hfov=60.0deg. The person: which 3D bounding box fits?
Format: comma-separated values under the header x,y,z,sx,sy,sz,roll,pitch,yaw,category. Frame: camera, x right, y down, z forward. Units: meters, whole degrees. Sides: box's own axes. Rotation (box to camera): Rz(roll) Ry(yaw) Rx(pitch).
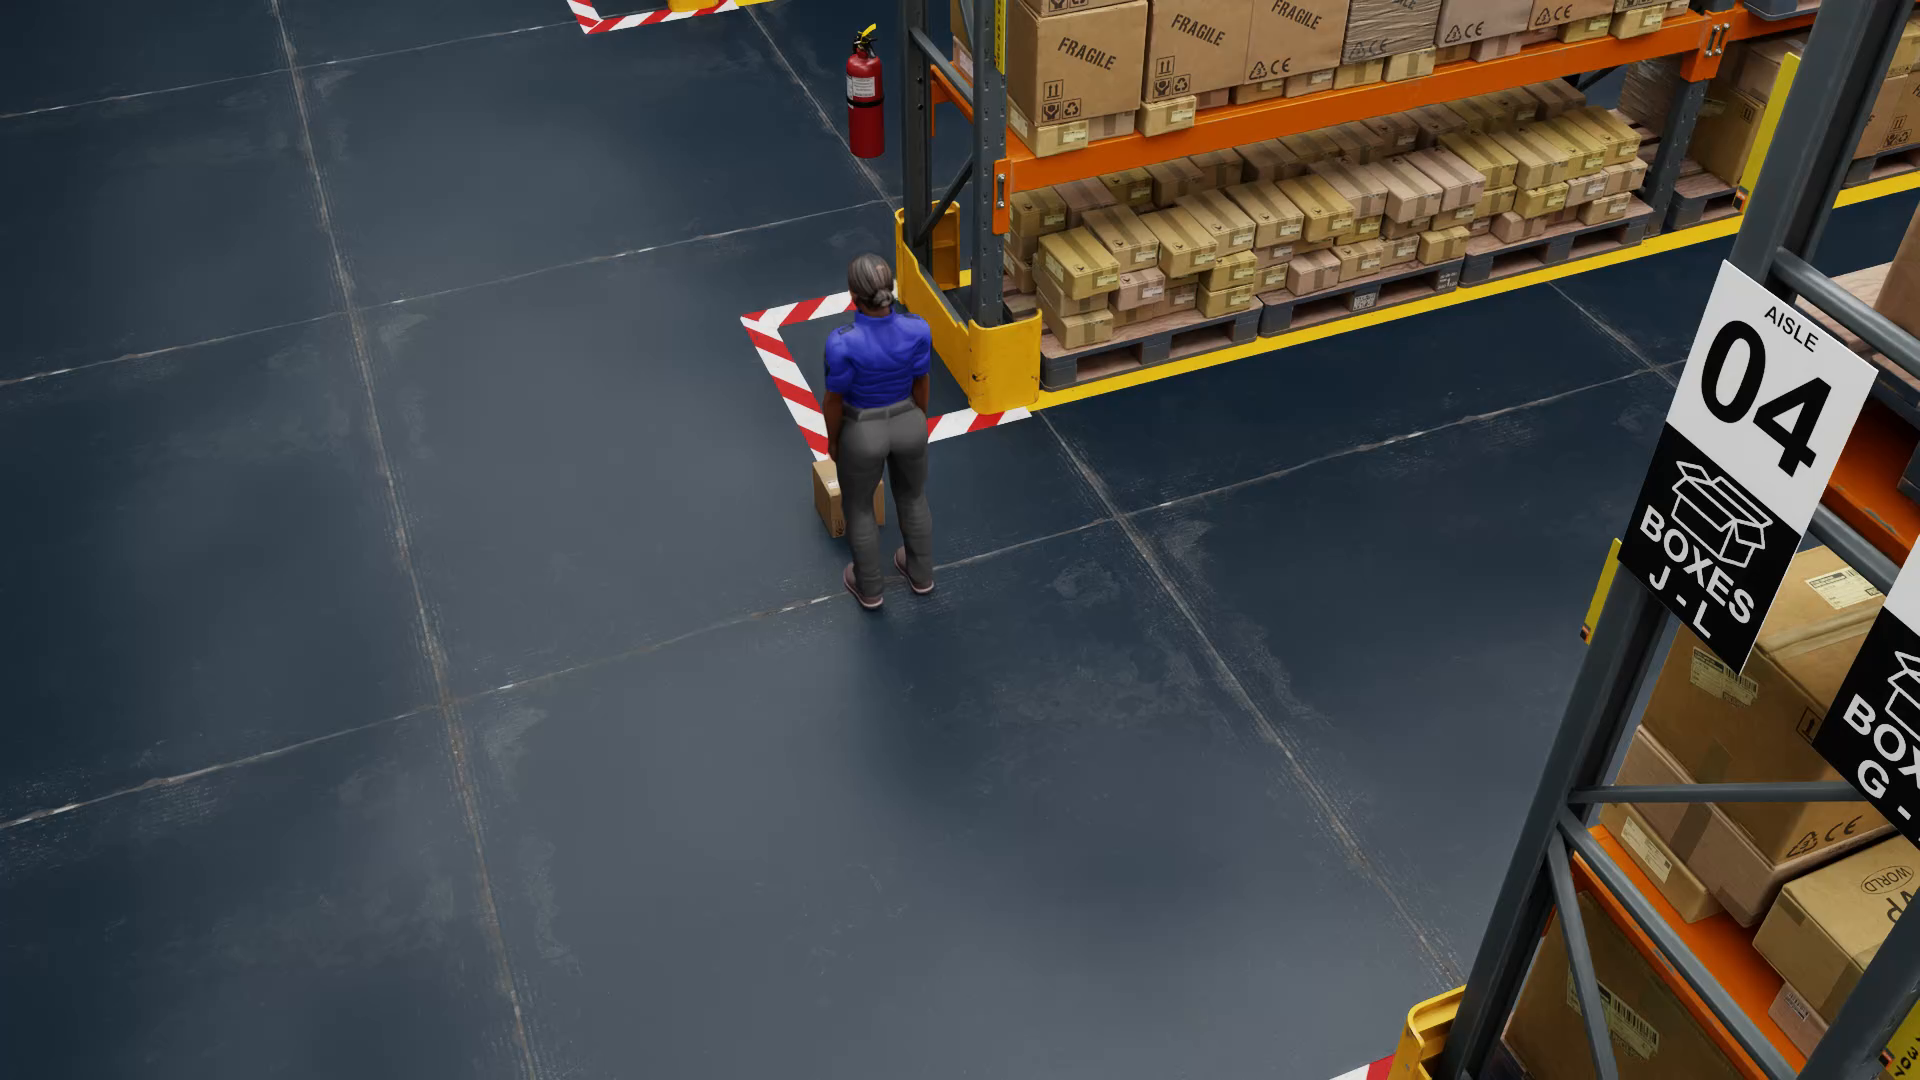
x,y,z,sx,sy,sz,roll,pitch,yaw,category
-0.326,-0.425,6.642,0.429,1.653,0.305,-15,44,-16,person
